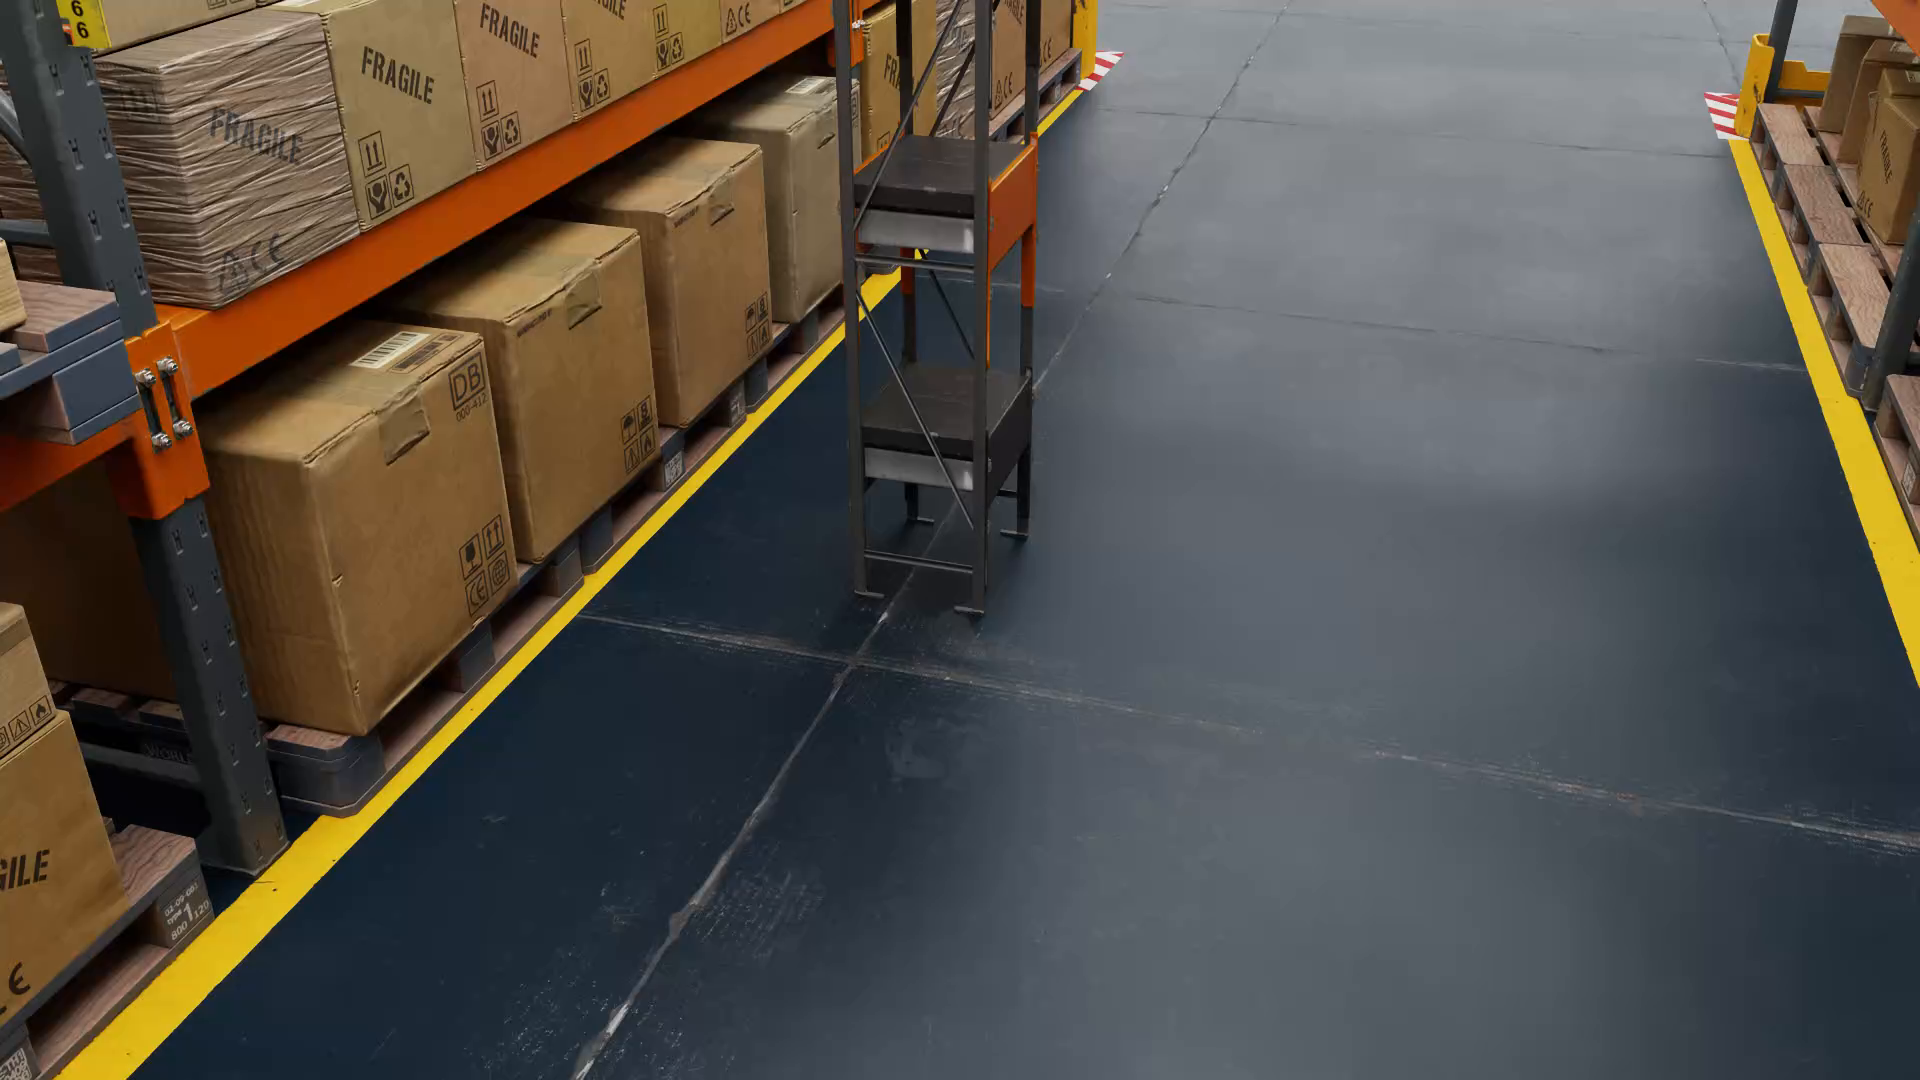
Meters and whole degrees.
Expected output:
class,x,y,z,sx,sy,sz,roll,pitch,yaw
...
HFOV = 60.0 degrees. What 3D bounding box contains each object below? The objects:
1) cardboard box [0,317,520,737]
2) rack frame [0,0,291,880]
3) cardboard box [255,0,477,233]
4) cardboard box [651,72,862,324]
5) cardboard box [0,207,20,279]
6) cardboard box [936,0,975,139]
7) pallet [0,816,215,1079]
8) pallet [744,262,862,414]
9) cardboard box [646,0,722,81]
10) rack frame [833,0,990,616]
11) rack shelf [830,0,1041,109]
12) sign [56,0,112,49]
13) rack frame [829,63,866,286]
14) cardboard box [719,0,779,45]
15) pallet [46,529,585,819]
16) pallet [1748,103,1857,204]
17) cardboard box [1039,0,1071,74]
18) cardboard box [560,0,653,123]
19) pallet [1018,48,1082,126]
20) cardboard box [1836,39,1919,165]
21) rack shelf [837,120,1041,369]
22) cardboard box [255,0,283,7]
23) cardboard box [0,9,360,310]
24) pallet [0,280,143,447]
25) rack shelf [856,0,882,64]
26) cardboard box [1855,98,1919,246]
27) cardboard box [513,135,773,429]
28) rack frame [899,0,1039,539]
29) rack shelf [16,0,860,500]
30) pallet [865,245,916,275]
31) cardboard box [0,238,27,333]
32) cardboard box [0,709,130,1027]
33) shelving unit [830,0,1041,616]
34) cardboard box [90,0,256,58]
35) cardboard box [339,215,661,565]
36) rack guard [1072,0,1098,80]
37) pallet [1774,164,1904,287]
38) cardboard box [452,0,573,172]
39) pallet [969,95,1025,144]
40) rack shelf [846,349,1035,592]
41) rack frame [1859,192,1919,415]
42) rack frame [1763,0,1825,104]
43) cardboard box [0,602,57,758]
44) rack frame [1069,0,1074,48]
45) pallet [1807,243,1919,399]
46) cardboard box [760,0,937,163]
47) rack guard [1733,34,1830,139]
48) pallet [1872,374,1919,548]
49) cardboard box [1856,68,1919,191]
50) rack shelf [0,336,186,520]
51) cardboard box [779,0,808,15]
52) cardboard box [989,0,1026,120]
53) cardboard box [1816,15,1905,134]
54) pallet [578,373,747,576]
class,x,y,z,sx,sy,sz,roll,pitch,yaw
cardboard box,-1.817,-0.097,4.220,1.050,0.750,0.750,8,30,14
rack frame,-2.082,-0.626,3.290,1.000,3.000,0.127,8,30,15
cardboard box,-1.546,-1.077,3.997,0.500,0.500,0.500,8,30,14
cardboard box,-1.004,-1.384,6.535,1.050,0.750,0.750,8,30,15
cardboard box,-2.206,-0.917,3.711,0.500,0.500,0.500,8,30,15
cardboard box,-0.395,-2.442,8.307,0.875,0.875,0.875,9,30,15
pallet,-2.313,0.955,3.315,1.003,0.211,1.213,8,30,15
pallet,-1.062,-0.897,6.646,1.003,0.211,1.213,8,30,15
cardboard box,-1.102,-1.778,5.258,0.500,0.500,0.500,9,30,15
rack frame,-0.120,-0.727,4.397,0.400,2.100,0.015,8,30,15
rack shelf,-0.049,-1.440,4.268,0.431,0.518,0.480,8,30,15
sign,-1.560,-1.024,2.896,0.100,0.325,0.005,8,30,15
rack frame,-0.908,-2.485,6.632,1.000,3.000,0.127,8,30,15
cardboard box,-0.954,-2.013,5.681,0.500,0.500,0.500,8,30,14
pallet,-1.778,0.237,4.607,1.003,0.211,1.213,8,30,15
pallet,4.684,-1.963,8.561,1.003,0.211,1.213,8,30,15
cardboard box,0.130,-3.274,9.804,0.875,0.875,0.875,9,30,15
cardboard box,-1.249,-1.542,4.834,0.500,0.500,0.500,8,30,14
pallet,0.106,-2.743,9.963,1.003,0.211,1.213,8,30,15
cardboard box,4.636,-2.110,8.096,0.500,0.500,0.500,17,33,28
rack shelf,-0.049,-0.829,4.608,0.431,0.518,0.480,8,30,15
cardboard box,-1.793,-1.549,3.818,0.700,0.500,0.500,8,30,14
cardboard box,-1.692,-0.840,3.571,0.500,0.500,0.500,9,30,15
pallet,-2.189,-0.196,2.714,1.213,0.211,1.003,8,30,15
rack shelf,-0.321,-3.100,8.477,1.077,0.370,4.000,8,30,15
cardboard box,4.228,-1.569,7.124,0.500,0.500,0.500,6,30,10
cardboard box,-1.291,-0.936,5.730,1.050,0.750,0.750,8,30,15
rack frame,0.023,-0.954,4.805,0.400,2.100,0.015,8,30,15
rack shelf,-1.495,-1.241,5.136,1.077,0.370,4.000,8,30,15
pallet,-0.610,-1.609,7.925,1.003,0.211,1.213,8,30,15
cardboard box,-1.787,-0.405,2.719,0.380,0.149,0.250,9,30,16
cardboard box,-2.025,0.626,3.179,0.500,0.500,0.500,8,30,15
shelving unit,-0.049,-0.841,4.601,0.431,2.100,0.503,8,30,15
cardboard box,-1.941,-1.314,3.395,0.700,0.500,0.500,8,30,15
cardboard box,-1.564,-0.503,4.952,1.050,0.750,0.750,9,30,16
rack guard,0.273,-3.263,10.601,1.175,0.500,0.348,8,30,15
pallet,4.324,-1.398,7.545,1.003,0.211,1.213,8,30,15
cardboard box,-1.397,-1.311,4.418,0.500,0.500,0.500,8,30,15
pallet,-0.254,-2.177,8.947,1.003,0.211,1.213,8,30,15
rack shelf,-0.049,-0.217,4.948,0.431,0.518,0.480,8,30,15
rack frame,3.804,-1.730,5.275,1.000,3.000,0.127,8,30,15
rack frame,4.978,-3.589,8.616,1.000,3.000,0.127,8,30,15
cardboard box,-2.032,0.310,2.975,0.500,0.250,0.500,8,30,14
rack frame,0.266,-4.344,9.973,1.000,3.000,0.127,8,30,15
pallet,3.967,-0.829,6.523,1.003,0.211,1.213,8,30,15
cardboard box,-0.656,-2.022,7.553,0.875,0.875,0.875,9,30,16
rack guard,4.956,-2.462,9.161,1.175,0.500,0.348,8,30,15
pallet,3.577,-0.150,5.302,1.003,0.211,1.213,8,30,15
cardboard box,4.434,-1.822,7.578,0.500,0.500,0.500,11,31,20
rack shelf,-2.669,0.618,1.794,1.077,0.370,4.000,8,30,15
cardboard box,-0.805,-2.248,6.103,0.500,0.500,0.500,8,30,15
cardboard box,-0.126,-2.865,9.069,0.875,0.875,0.875,8,30,14
cardboard box,4.779,-2.393,8.605,0.500,0.500,0.500,14,32,24
pallet,-1.419,-0.328,5.623,1.003,0.211,1.213,8,30,15
